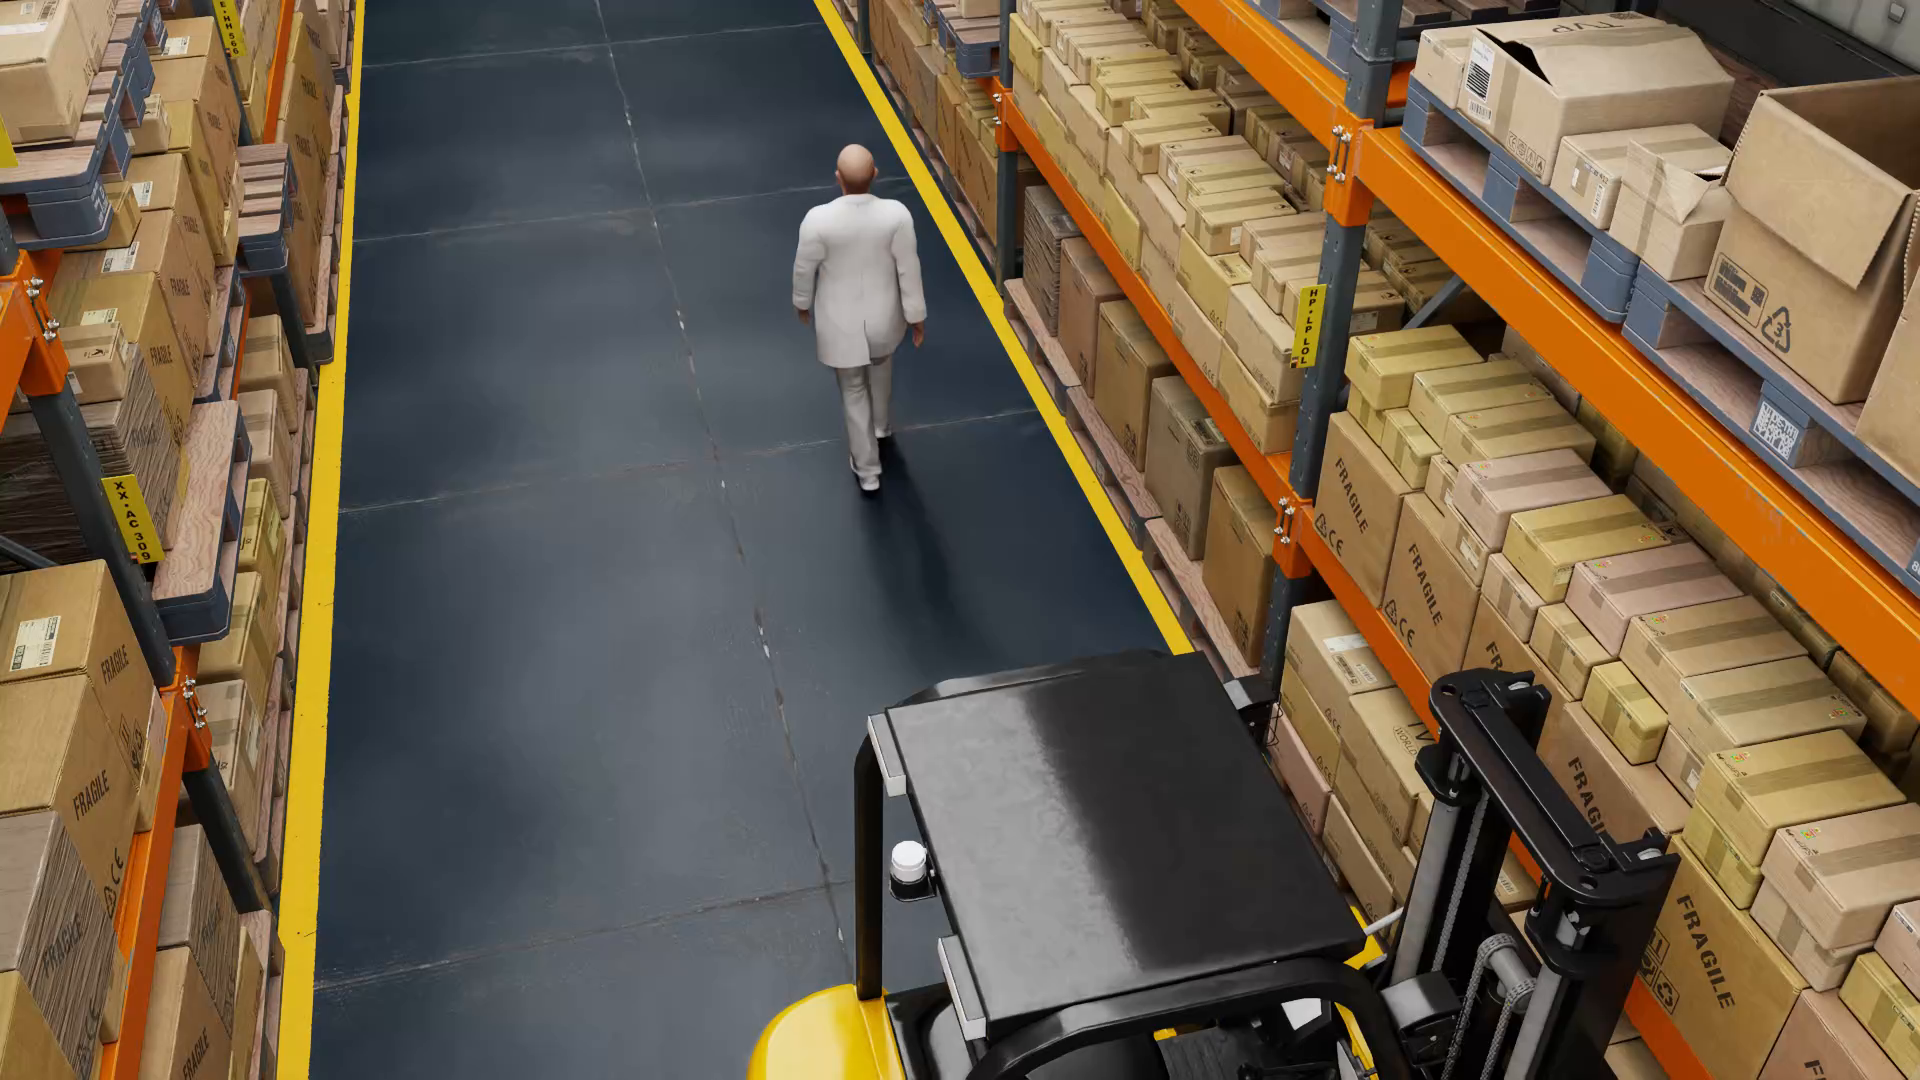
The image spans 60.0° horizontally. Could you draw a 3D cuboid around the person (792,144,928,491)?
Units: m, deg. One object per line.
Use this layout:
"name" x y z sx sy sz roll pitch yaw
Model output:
"person" -0.500 -1.106 8.183 0.622 1.842 0.716 -9 39 -11
